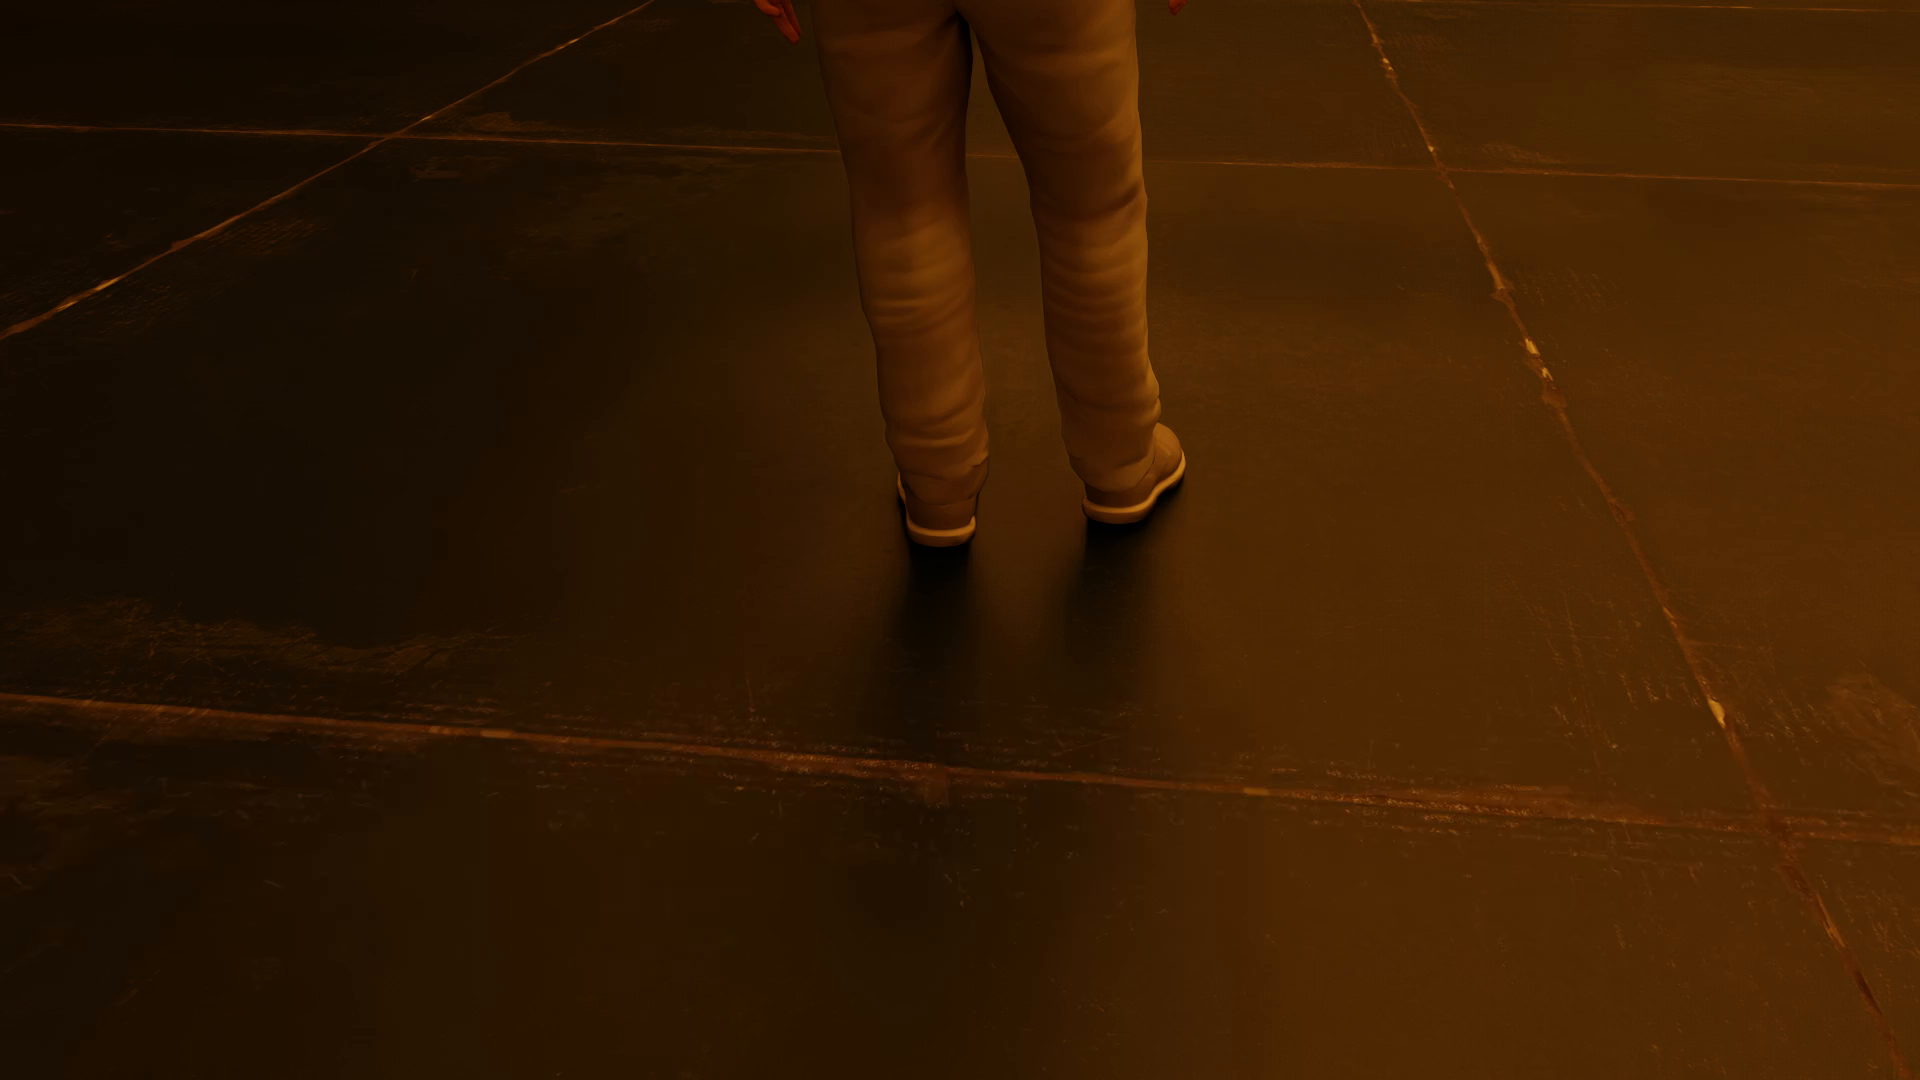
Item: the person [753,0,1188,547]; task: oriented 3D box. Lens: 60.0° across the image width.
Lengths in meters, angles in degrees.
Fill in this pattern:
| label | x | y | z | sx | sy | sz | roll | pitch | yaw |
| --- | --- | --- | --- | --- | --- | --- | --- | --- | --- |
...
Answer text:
| label | x | y | z | sx | sy | sz | roll | pitch | yaw |
| --- | --- | --- | --- | --- | --- | --- | --- | --- | --- |
| person | 0.022 | -0.837 | 2.166 | 0.640 | 1.781 | 0.575 | 3 | 27 | 7 |
